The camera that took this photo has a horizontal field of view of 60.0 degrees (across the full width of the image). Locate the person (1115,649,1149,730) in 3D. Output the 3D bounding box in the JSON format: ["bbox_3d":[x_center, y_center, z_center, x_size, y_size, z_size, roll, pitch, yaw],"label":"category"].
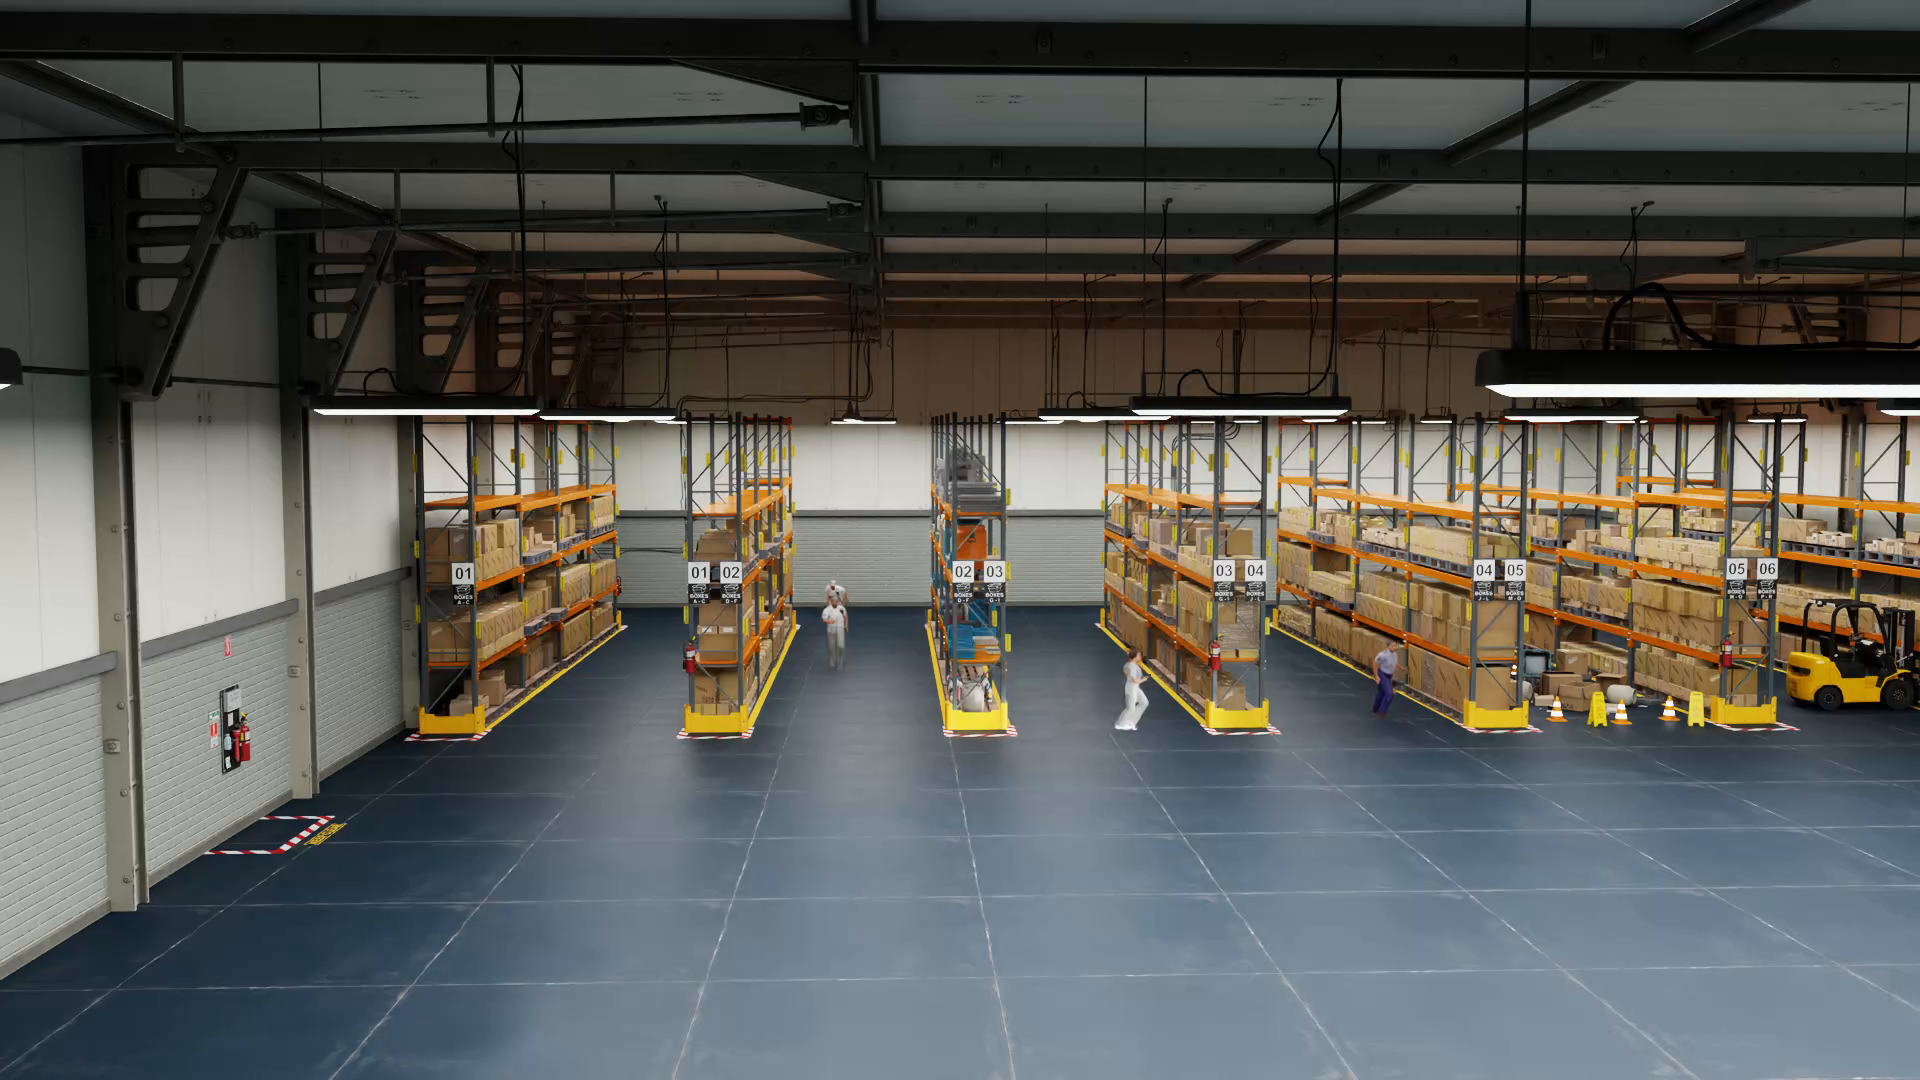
[{"bbox_3d":[3.209,2.812,31.065,0.627,1.608,0.701,1,4,9],"label":"person"}]

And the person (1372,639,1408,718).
[{"bbox_3d":[8.436,2.752,32.799,0.803,1.612,0.654,3,5,38],"label":"person"}]

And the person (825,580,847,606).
[{"bbox_3d":[-3.466,1.832,46.547,0.624,1.481,0.875,1,4,9],"label":"person"}]

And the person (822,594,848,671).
[{"bbox_3d":[-2.939,2.186,39.143,0.612,1.839,0.854,-1,4,-8],"label":"person"}]
